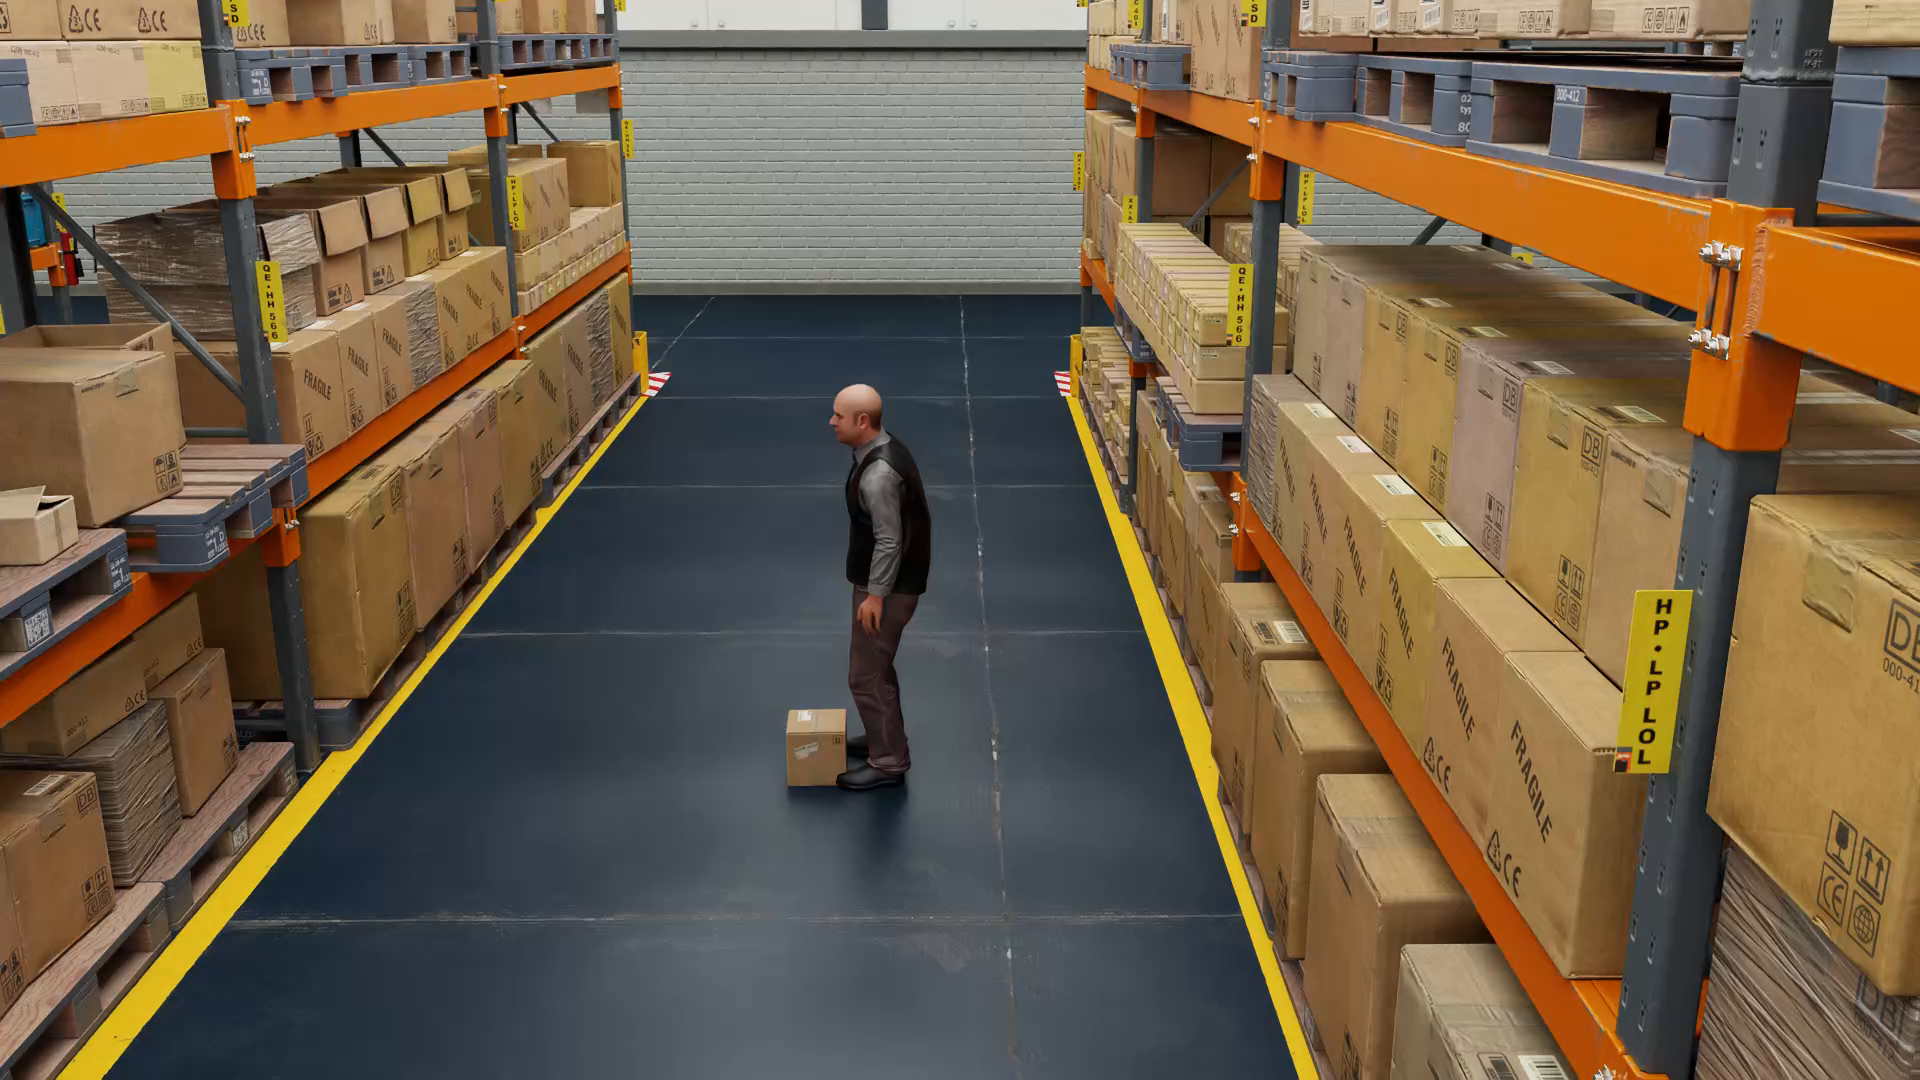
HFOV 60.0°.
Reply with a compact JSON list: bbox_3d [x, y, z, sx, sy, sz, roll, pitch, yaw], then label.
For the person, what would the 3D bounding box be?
[{"bbox_3d":[-0.330,0.189,6.970,0.418,1.719,0.585,-1,17,-4],"label":"person"}]
